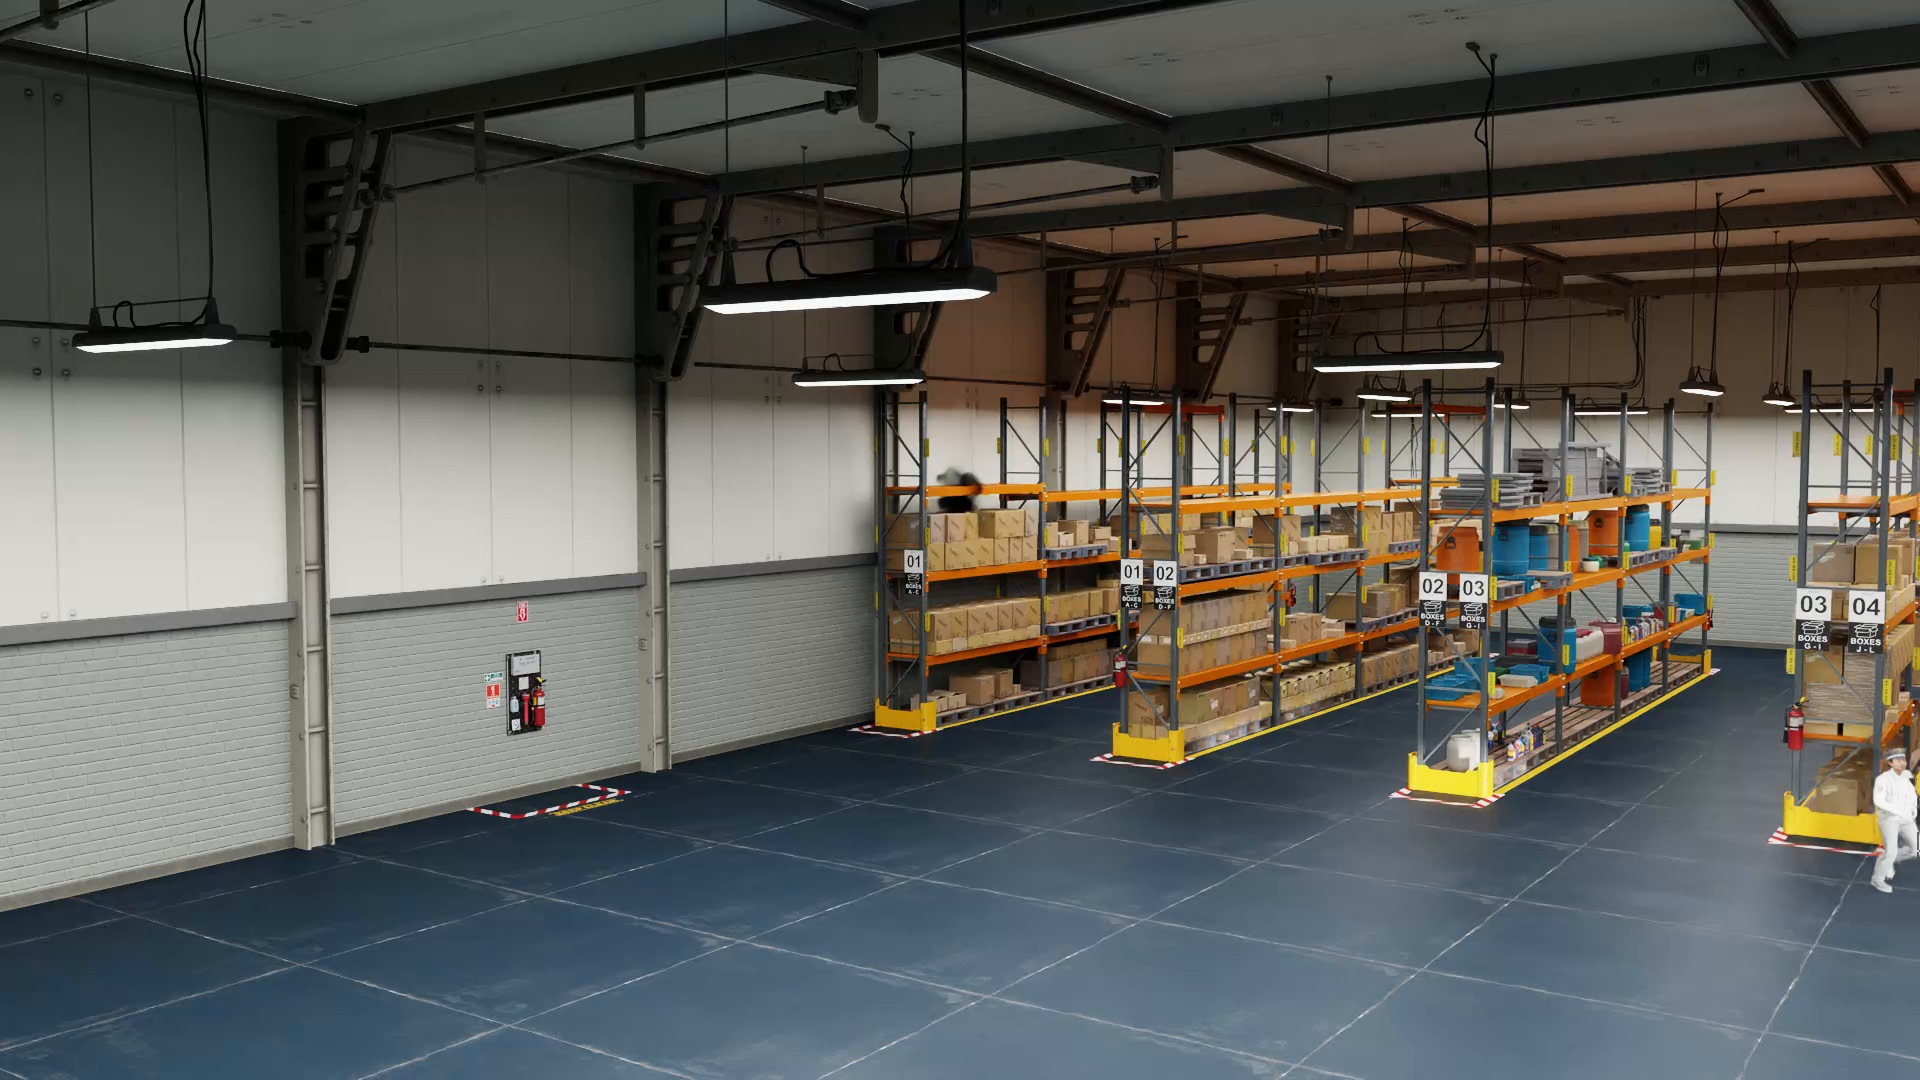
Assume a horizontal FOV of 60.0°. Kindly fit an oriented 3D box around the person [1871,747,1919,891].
[{"bbox_3d":[10.551,3.143,18.668,0.650,1.651,0.633,-1,3,-10],"label":"person"}]
